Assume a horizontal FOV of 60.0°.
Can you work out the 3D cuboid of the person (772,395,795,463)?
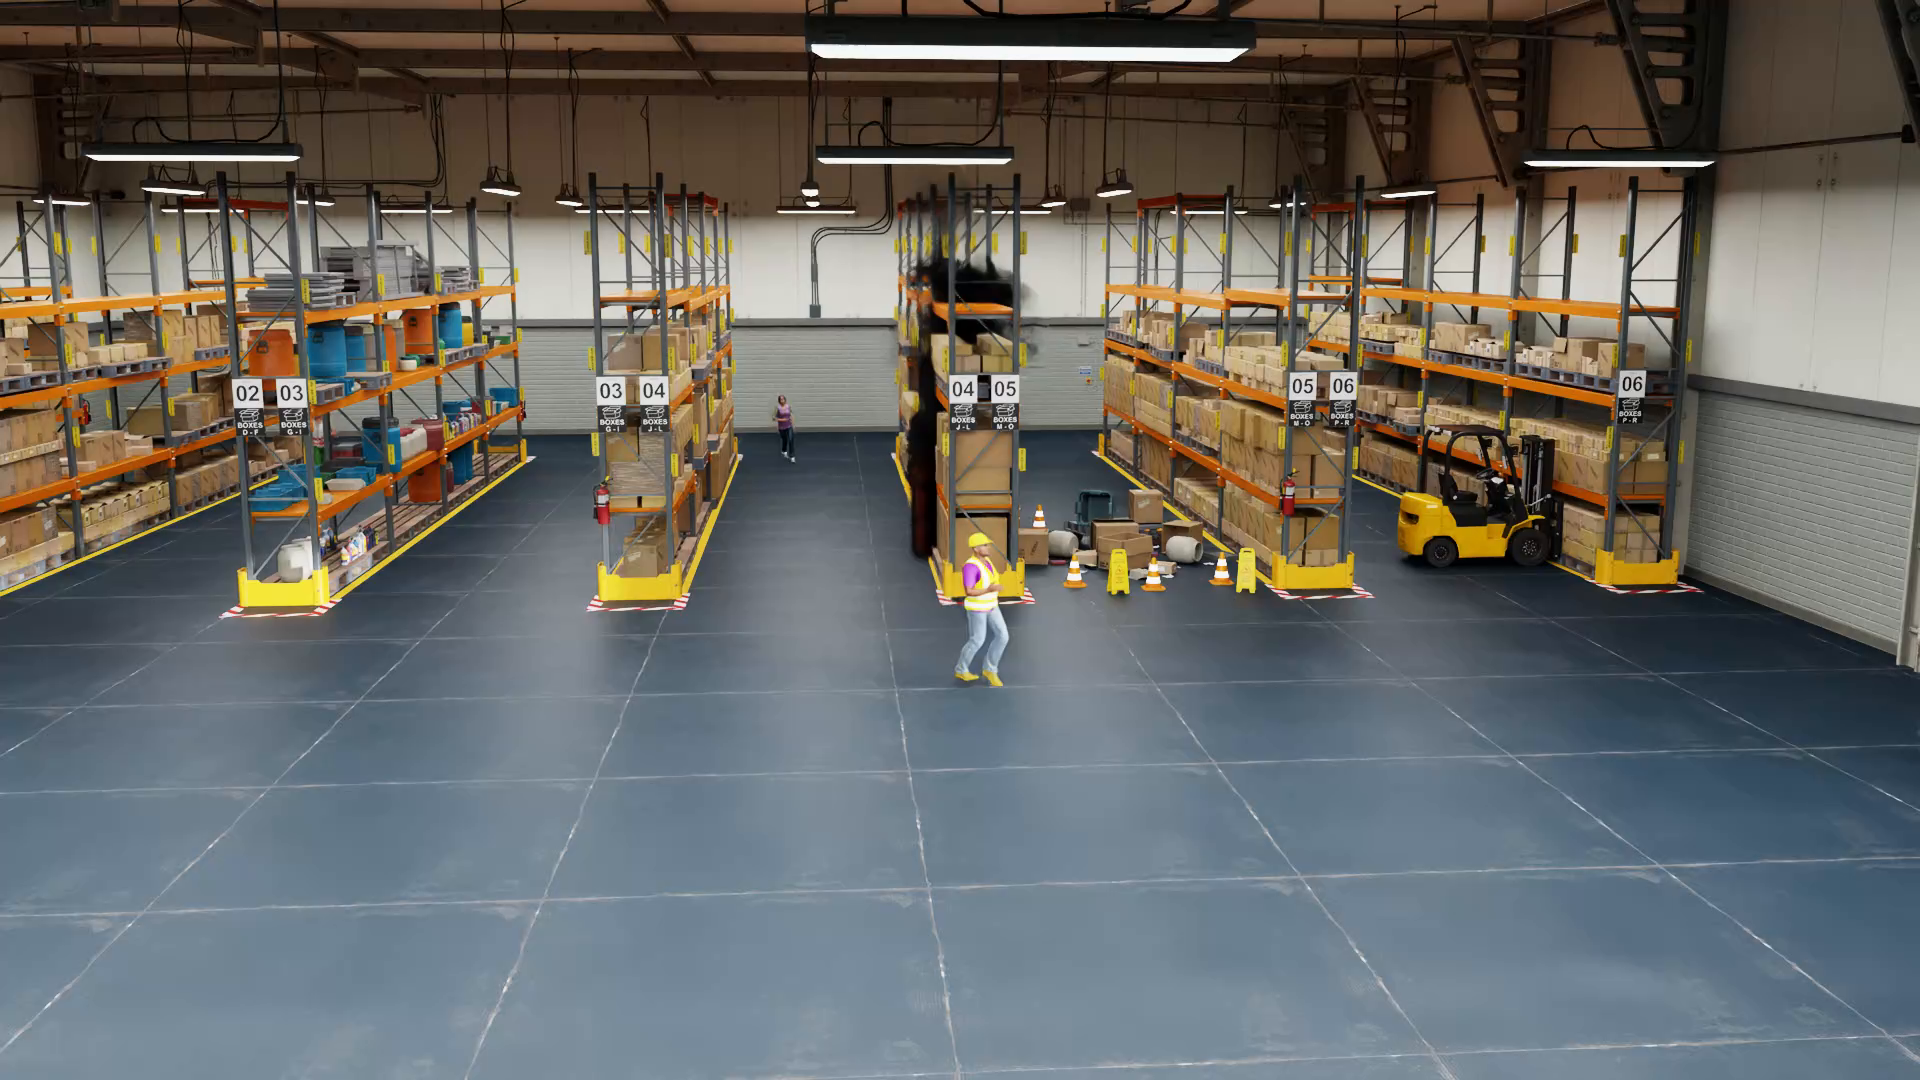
[{"bbox_3d":[-4.131,-2.617,38.995,0.567,1.566,0.833,-4,11,-22],"label":"person"}]

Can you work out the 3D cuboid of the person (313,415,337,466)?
[{"bbox_3d":[-13.230,-1.918,34.419,0.659,1.786,0.845,-1,10,-7],"label":"person"}]

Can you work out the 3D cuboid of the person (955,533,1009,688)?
[{"bbox_3d":[0.267,0.817,19.032,0.706,1.812,0.673,6,12,33],"label":"person"}]
